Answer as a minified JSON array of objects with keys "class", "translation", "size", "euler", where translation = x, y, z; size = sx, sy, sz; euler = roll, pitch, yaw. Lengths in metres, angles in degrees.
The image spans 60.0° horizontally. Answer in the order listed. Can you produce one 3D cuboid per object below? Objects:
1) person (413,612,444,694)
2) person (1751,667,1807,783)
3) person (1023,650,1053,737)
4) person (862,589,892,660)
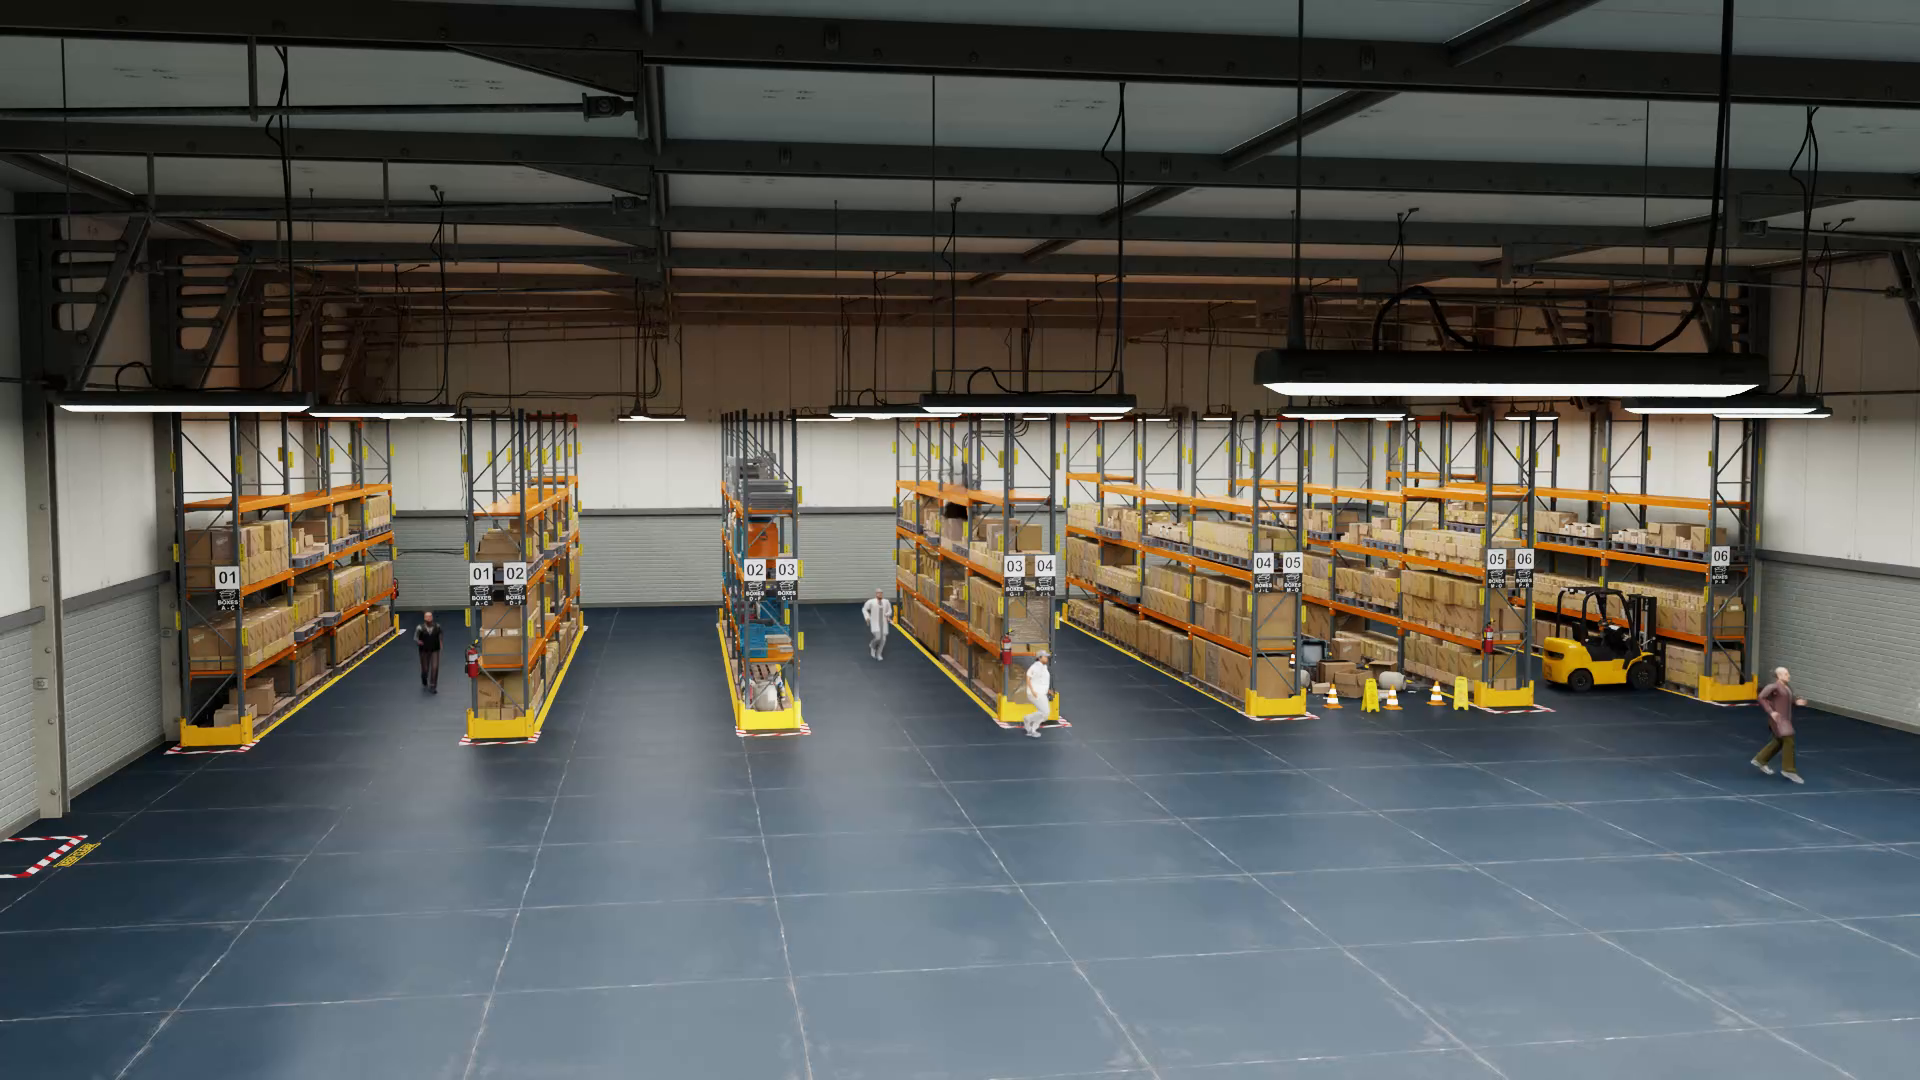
[{"class":"person","translation":[-11.357,2.384,35.583],"size":[0.646,1.712,0.927],"euler":[-2,4,-23]},{"class":"person","translation":[13.219,2.956,26.830],"size":[0.877,1.822,0.694],"euler":[4,6,44]},{"class":"person","translation":[1.446,2.803,30.465],"size":[0.529,1.587,0.579],"euler":[2,4,21]},{"class":"person","translation":[-1.948,2.047,40.218],"size":[0.699,1.736,0.620],"euler":[-2,4,-21]}]
